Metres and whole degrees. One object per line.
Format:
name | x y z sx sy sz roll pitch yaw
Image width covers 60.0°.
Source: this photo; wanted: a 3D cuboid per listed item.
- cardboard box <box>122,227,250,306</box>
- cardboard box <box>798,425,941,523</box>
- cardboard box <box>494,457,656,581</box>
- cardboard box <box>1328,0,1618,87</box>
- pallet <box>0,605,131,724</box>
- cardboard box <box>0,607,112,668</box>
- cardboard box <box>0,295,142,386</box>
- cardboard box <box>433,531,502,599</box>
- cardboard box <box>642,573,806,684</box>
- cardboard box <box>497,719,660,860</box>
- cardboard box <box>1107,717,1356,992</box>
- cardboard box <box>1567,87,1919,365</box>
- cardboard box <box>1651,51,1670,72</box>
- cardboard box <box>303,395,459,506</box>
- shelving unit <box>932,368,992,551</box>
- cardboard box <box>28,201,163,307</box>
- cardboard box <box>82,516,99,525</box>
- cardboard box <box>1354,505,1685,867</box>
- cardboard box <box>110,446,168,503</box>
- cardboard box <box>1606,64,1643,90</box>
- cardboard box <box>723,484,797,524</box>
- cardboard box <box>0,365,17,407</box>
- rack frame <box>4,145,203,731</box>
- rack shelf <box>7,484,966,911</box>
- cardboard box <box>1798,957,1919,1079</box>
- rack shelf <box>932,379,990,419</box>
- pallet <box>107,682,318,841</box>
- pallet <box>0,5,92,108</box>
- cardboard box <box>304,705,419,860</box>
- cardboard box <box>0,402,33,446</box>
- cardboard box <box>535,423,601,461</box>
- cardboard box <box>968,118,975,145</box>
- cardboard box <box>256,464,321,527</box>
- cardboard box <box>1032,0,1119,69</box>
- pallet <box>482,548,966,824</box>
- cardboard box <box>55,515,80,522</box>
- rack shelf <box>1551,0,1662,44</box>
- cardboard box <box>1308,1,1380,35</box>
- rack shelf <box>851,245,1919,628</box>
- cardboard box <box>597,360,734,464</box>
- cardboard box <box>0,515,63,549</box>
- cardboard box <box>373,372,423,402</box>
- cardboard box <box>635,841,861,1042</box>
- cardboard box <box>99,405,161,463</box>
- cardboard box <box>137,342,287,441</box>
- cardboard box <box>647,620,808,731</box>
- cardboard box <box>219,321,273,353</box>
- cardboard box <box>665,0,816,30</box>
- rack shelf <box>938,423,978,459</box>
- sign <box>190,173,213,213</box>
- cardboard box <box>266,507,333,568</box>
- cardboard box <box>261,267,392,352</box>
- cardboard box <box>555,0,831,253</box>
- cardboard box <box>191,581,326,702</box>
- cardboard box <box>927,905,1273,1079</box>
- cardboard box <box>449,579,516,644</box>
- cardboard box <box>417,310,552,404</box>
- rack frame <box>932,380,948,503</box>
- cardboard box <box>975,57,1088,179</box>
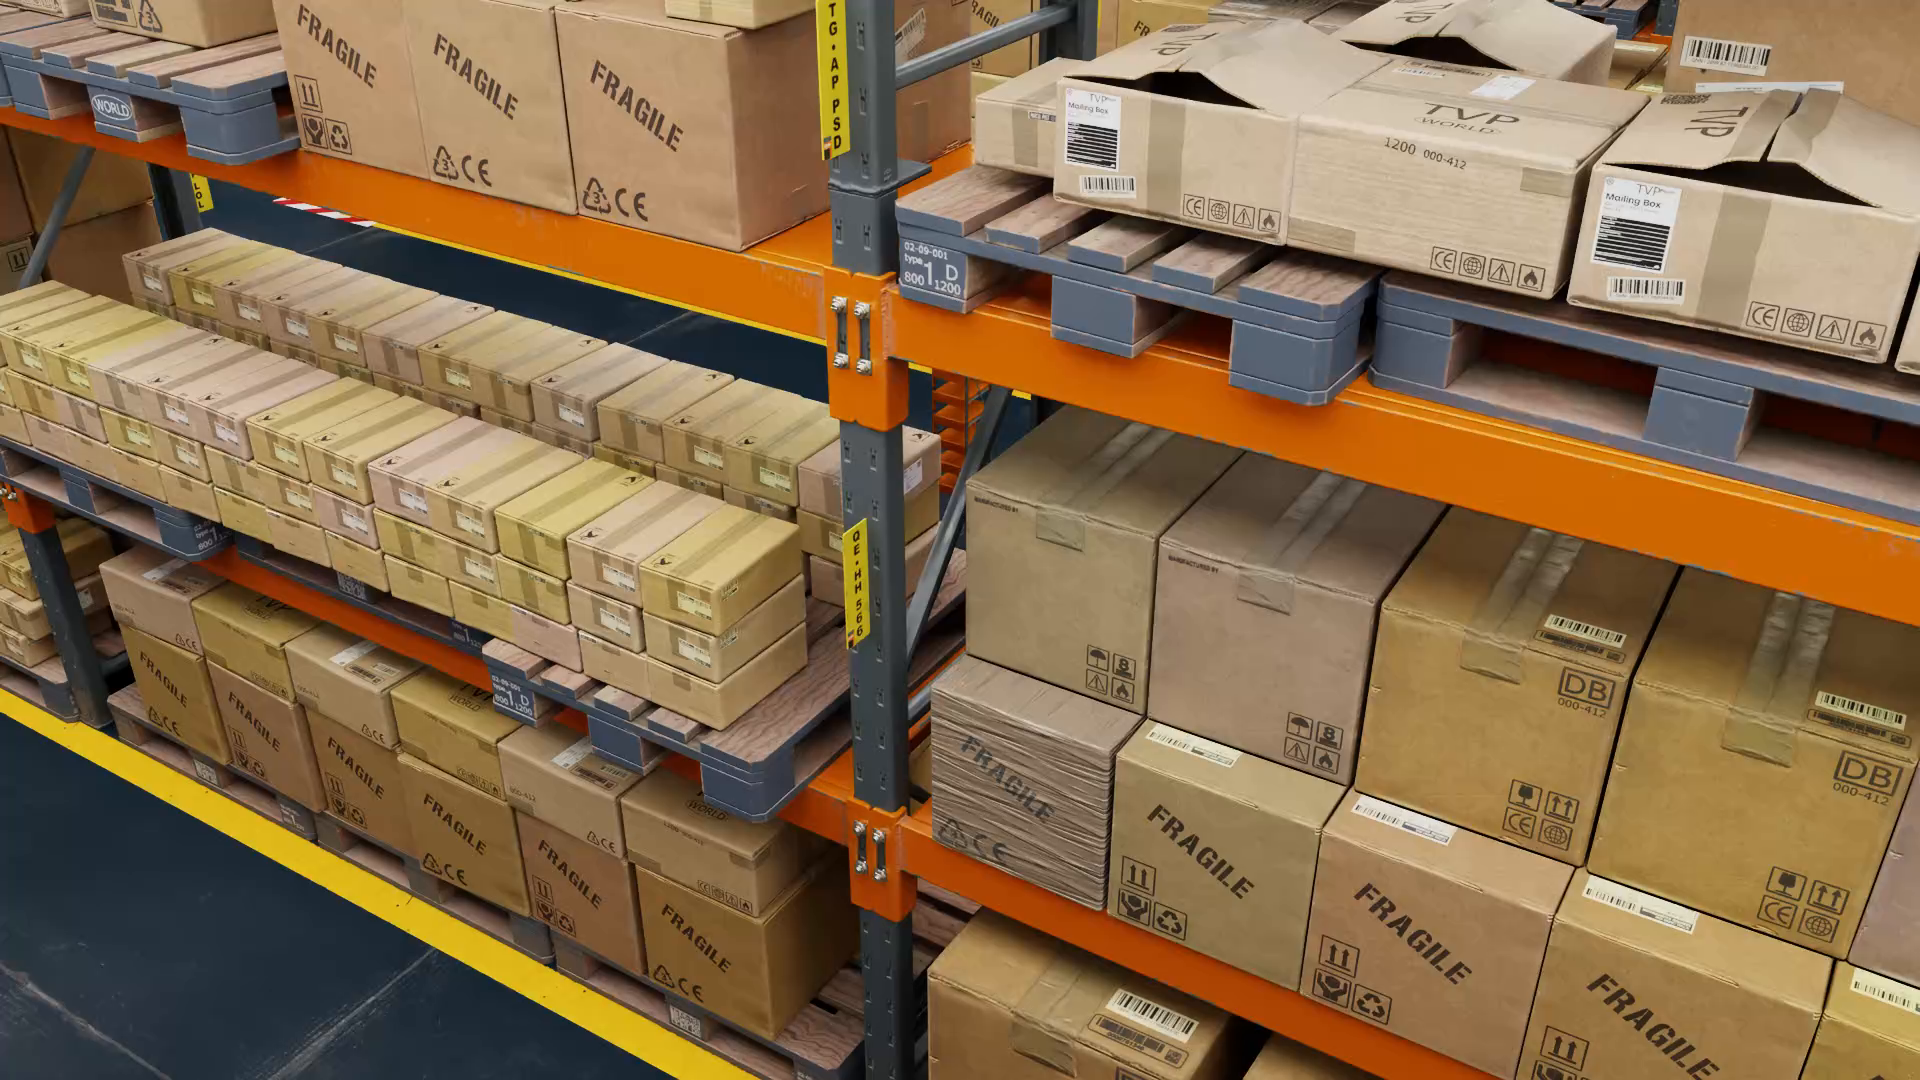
cardboard box | -2.912 -1.038 6.294 0.250 0.149 0.380 19 35 30
cardboard box | -0.259 -0.198 4.855 0.250 0.149 0.380 18 35 27
cardboard box | -1.060 -0.064 4.626 0.250 0.149 0.380 19 35 29
cardboard box | 1.077 -0.990 3.567 0.500 0.311 0.500 18 35 27
pallet | -3.943 0.307 7.513 1.213 0.211 1.003 18 35 27
cardboard box | -3.869 0.358 7.072 0.250 0.149 0.380 18 35 28
cardboard box | -3.027 -0.688 5.695 0.250 0.149 0.380 19 35 29
cardboard box | -1.291 -0.007 4.823 0.250 0.149 0.380 18 35 27
cardboard box | -0.628 0.200 4.468 0.250 0.149 0.380 18 35 28
cardboard box | -1.120 0.712 5.373 0.500 0.250 0.500 18 35 28
cardboard box | 0.702 0.667 4.031 0.500 0.500 0.500 17 34 27
cardboard box | 1.388 -0.583 2.868 0.500 0.311 0.500 17 34 26
cardboard box | 3.555 -2.016 7.918 0.500 0.500 0.500 17 34 27
cardboard box | -1.720 -0.273 4.984 0.250 0.149 0.380 19 35 30
shelving unit | 0.012 -0.514 7.941 0.189 1.200 0.258 18 35 27
cardboard box | -3.641 -1.144 6.840 0.500 0.500 0.500 17 34 26
cardboard box | -3.739 -0.219 7.470 0.250 0.149 0.380 19 35 30
cardboard box | 1.272 0.260 3.736 0.500 0.500 0.700 17 34 27
cardboard box | -2.606 -0.295 5.612 0.250 0.149 0.380 18 35 28
cardboard box | 2.837 -1.934 7.777 0.500 0.500 0.500 17 34 26
cardboard box | -0.501 -0.149 5.066 0.250 0.149 0.380 19 35 30
cardboard box | -3.266 -0.632 5.893 0.250 0.149 0.380 18 35 28
rack frame | -3.355 -0.732 6.528 0.127 3.000 1.000 18 35 27
rack shelf | -1.661 0.114 5.791 4.000 0.370 1.077 18 35 27
cardboard box | 1.980 1.071 3.338 0.500 0.500 0.500 18 35 28
rack shelf | 0.012 -0.683 7.842 0.180 0.103 0.258 18 35 27
pallet | -2.695 0.680 6.874 1.213 0.211 1.003 18 35 27
pallet | -2.889 -1.736 5.458 1.003 0.211 1.213 18 35 27
cardboard box | -1.971 0.753 6.047 0.500 0.500 0.500 18 35 28
cardboard box | -3.266 -0.503 5.968 0.250 0.149 0.380 16 34 25
cardboard box | -1.153 -0.354 5.417 0.250 0.149 0.380 18 35 27
cardboard box | 0.288 -2.294 9.355 0.500 0.250 0.500 17 34 27
cardboard box | -1.940 -0.214 5.177 0.250 0.149 0.380 17 34 26
cardboard box | 0.721 -2.711 8.828 0.500 0.500 0.500 17 34 27
pallet | -0.628 0.277 4.989 1.003 0.211 1.213 18 35 27
cardboard box | -3.980 -0.124 7.602 0.250 0.149 0.380 17 34 27
rack shelf | 3.520 -4.145 13.092 4.000 0.370 1.077 18 35 27
cardboard box | 2.002 -2.302 8.128 0.500 0.500 0.500 17 34 26
rack shelf | 1.727 -0.110 3.198 4.000 0.370 1.077 18 35 27
cardboard box | -0.914 -0.407 5.212 0.250 0.149 0.380 16 34 25
cardboard box | -4.033 0.025 7.052 0.250 0.149 0.380 18 35 28
cardboard box | -1.795 -0.560 5.770 0.250 0.149 0.380 18 35 28
cardboard box | -0.664 1.173 5.326 0.500 0.500 0.500 17 34 27
cardboard box | -2.606 -0.425 5.539 0.250 0.149 0.380 16 34 25
cardboard box | -2.384 -0.482 5.342 0.250 0.149 0.380 17 34 27
cardboard box | -0.630 0.331 4.539 0.250 0.149 0.380 18 35 28
cardboard box | -2.481 -0.773 6.136 0.250 0.149 0.380 19 35 29
cardboard box | -0.448 -1.328 3.713 0.258 0.266 0.396 18 35 27
rack shelf | 0.012 -0.476 7.963 0.180 0.103 0.258 18 35 27
sign | -3.063 -1.470 6.644 0.005 0.325 0.100 18 35 27
cardboard box | -1.946 -0.087 5.255 0.250 0.149 0.380 16 34 25
cardboard box | -2.243 -0.826 5.931 0.250 0.149 0.380 17 35 27
cardboard box | -0.586 -1.044 3.987 0.500 0.500 0.500 18 35 27
cardboard box | -2.418 0.295 6.088 0.500 0.250 0.500 19 35 29
cardboard box | 0.501 1.331 4.807 0.750 0.750 1.050 17 34 27
cardboard box | -1.266 0.126 4.889 0.250 0.149 0.380 17 34 27
cardboard box | -1.579 -0.617 5.573 0.250 0.149 0.380 17 34 27
rack frame | -0.065 -0.539 7.983 0.006 1.200 0.240 18 35 27
cardboard box | 0.230 -0.915 3.598 0.250 0.149 0.380 16 34 25
